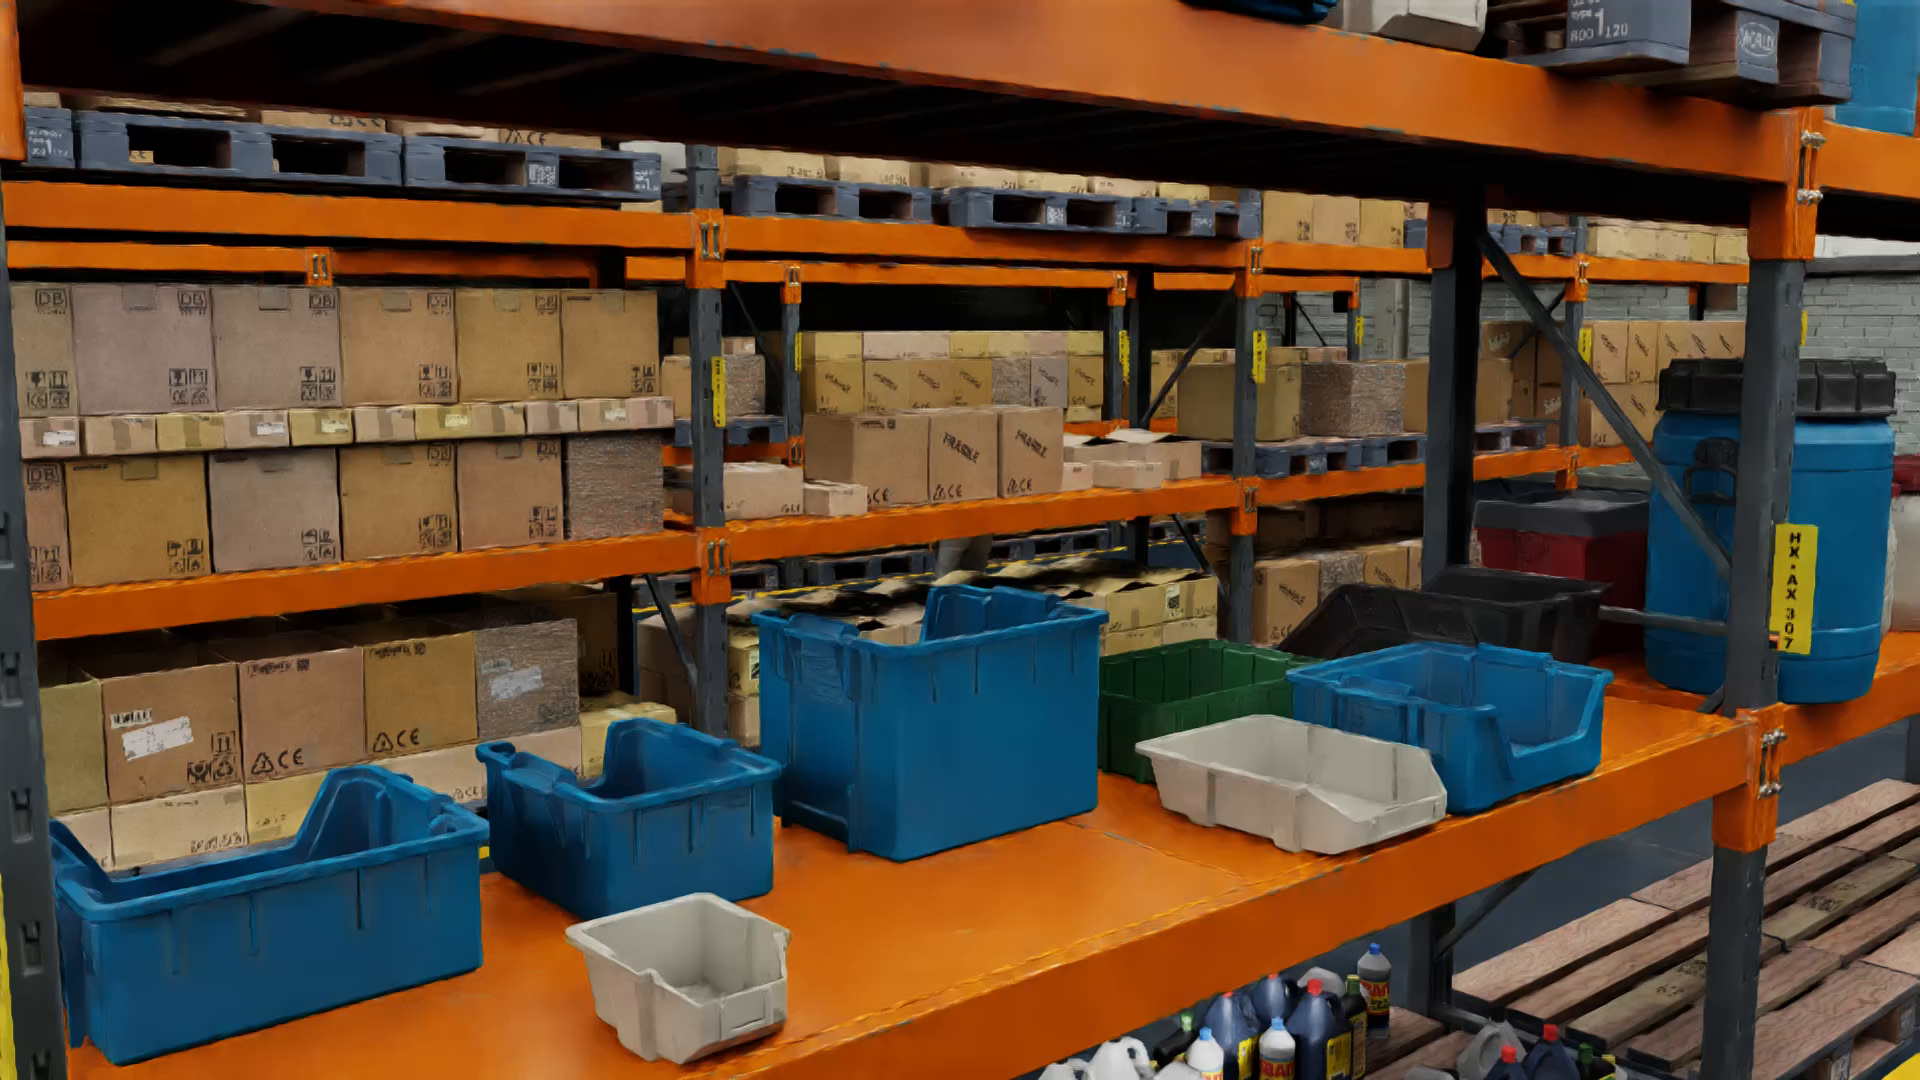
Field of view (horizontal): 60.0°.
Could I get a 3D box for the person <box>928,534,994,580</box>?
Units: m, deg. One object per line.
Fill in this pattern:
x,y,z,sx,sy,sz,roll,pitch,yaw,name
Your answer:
-0.025,-0.049,11.732,0.616,1.664,0.580,-5,9,-35,person
